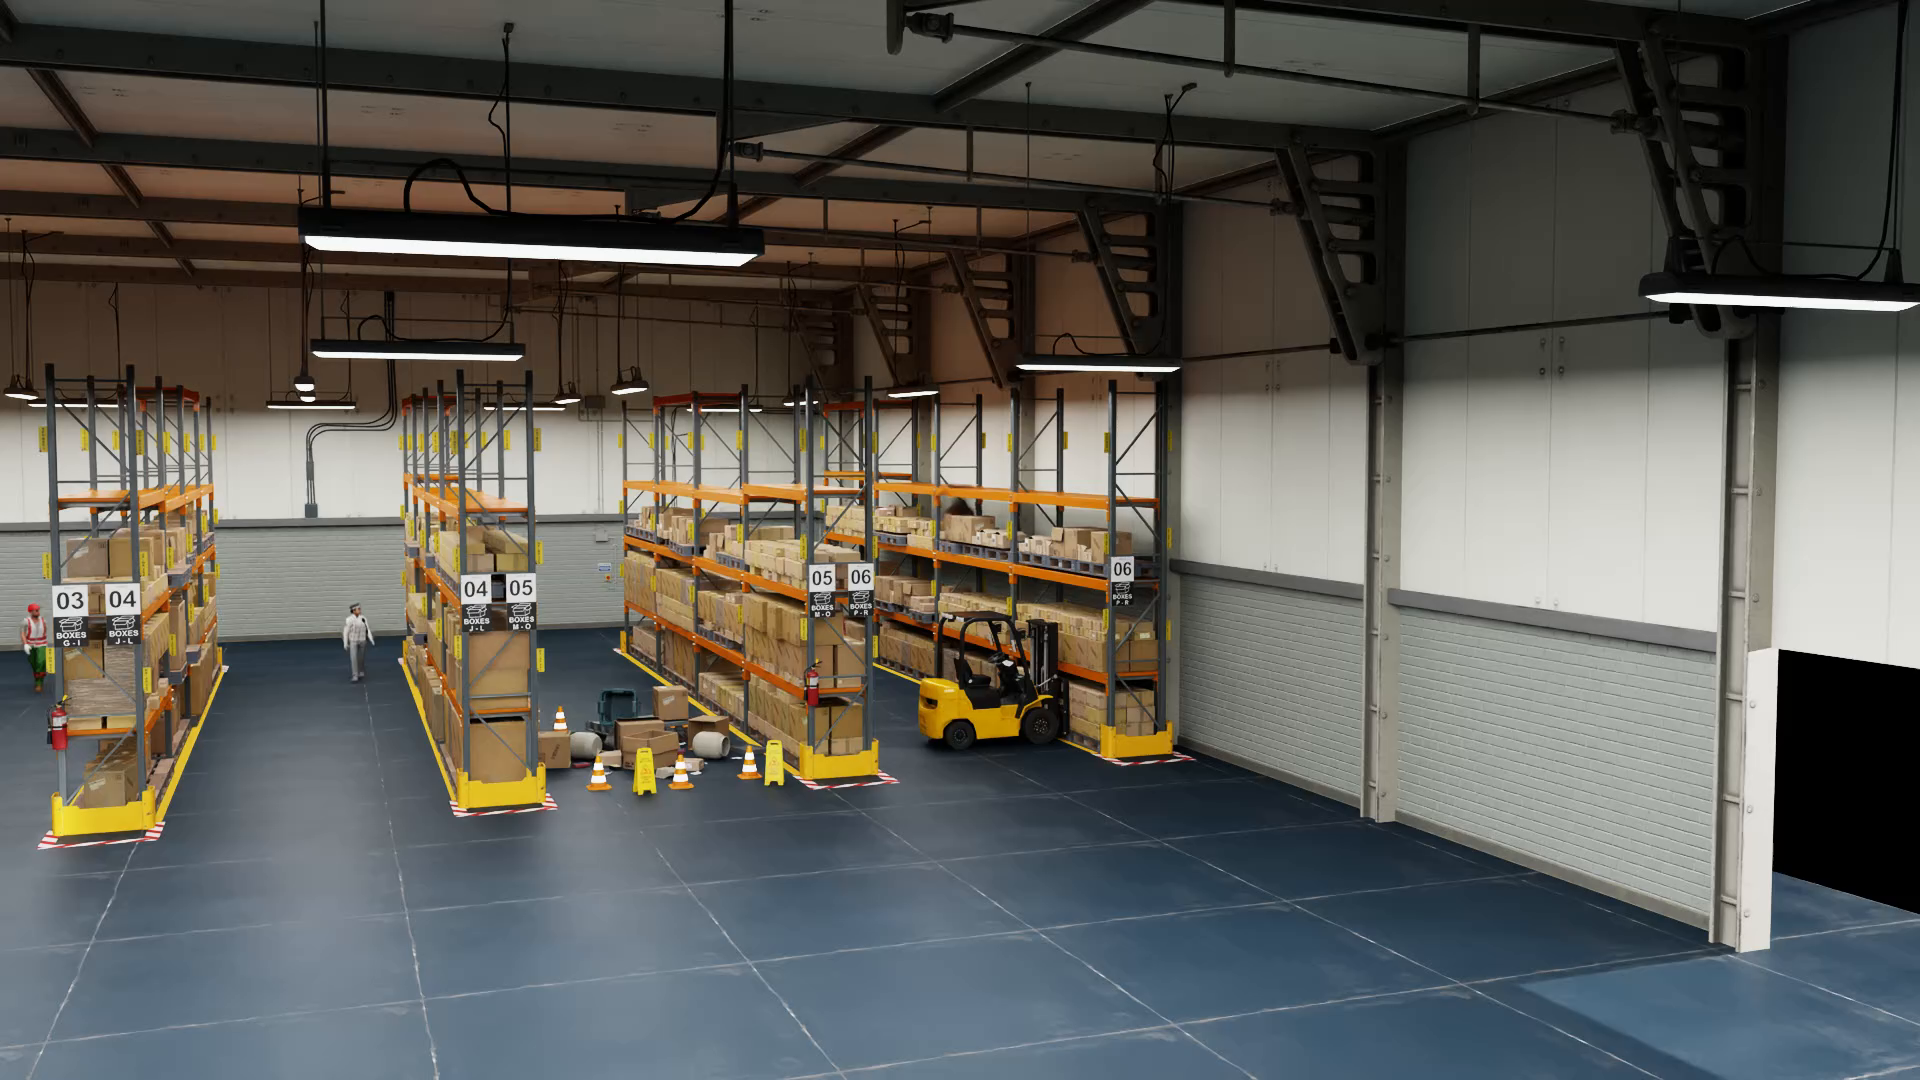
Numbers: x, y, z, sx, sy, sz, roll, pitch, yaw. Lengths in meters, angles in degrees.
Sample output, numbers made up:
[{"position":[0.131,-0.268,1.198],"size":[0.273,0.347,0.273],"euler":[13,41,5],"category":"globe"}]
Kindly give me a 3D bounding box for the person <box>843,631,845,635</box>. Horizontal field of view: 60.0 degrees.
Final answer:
[{"position":[-2.426,2.224,31.965],"size":[0.660,1.720,0.490],"euler":[1,3,11],"category":"person"}]

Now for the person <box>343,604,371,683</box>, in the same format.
[{"position":[-12.641,2.153,34.862],"size":[0.566,1.629,0.691],"euler":[-1,4,-21],"category":"person"}]

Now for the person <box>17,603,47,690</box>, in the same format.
[{"position":[-18.545,2.123,33.227],"size":[0.473,1.723,1.110],"euler":[-1,3,-13],"category":"person"}]
